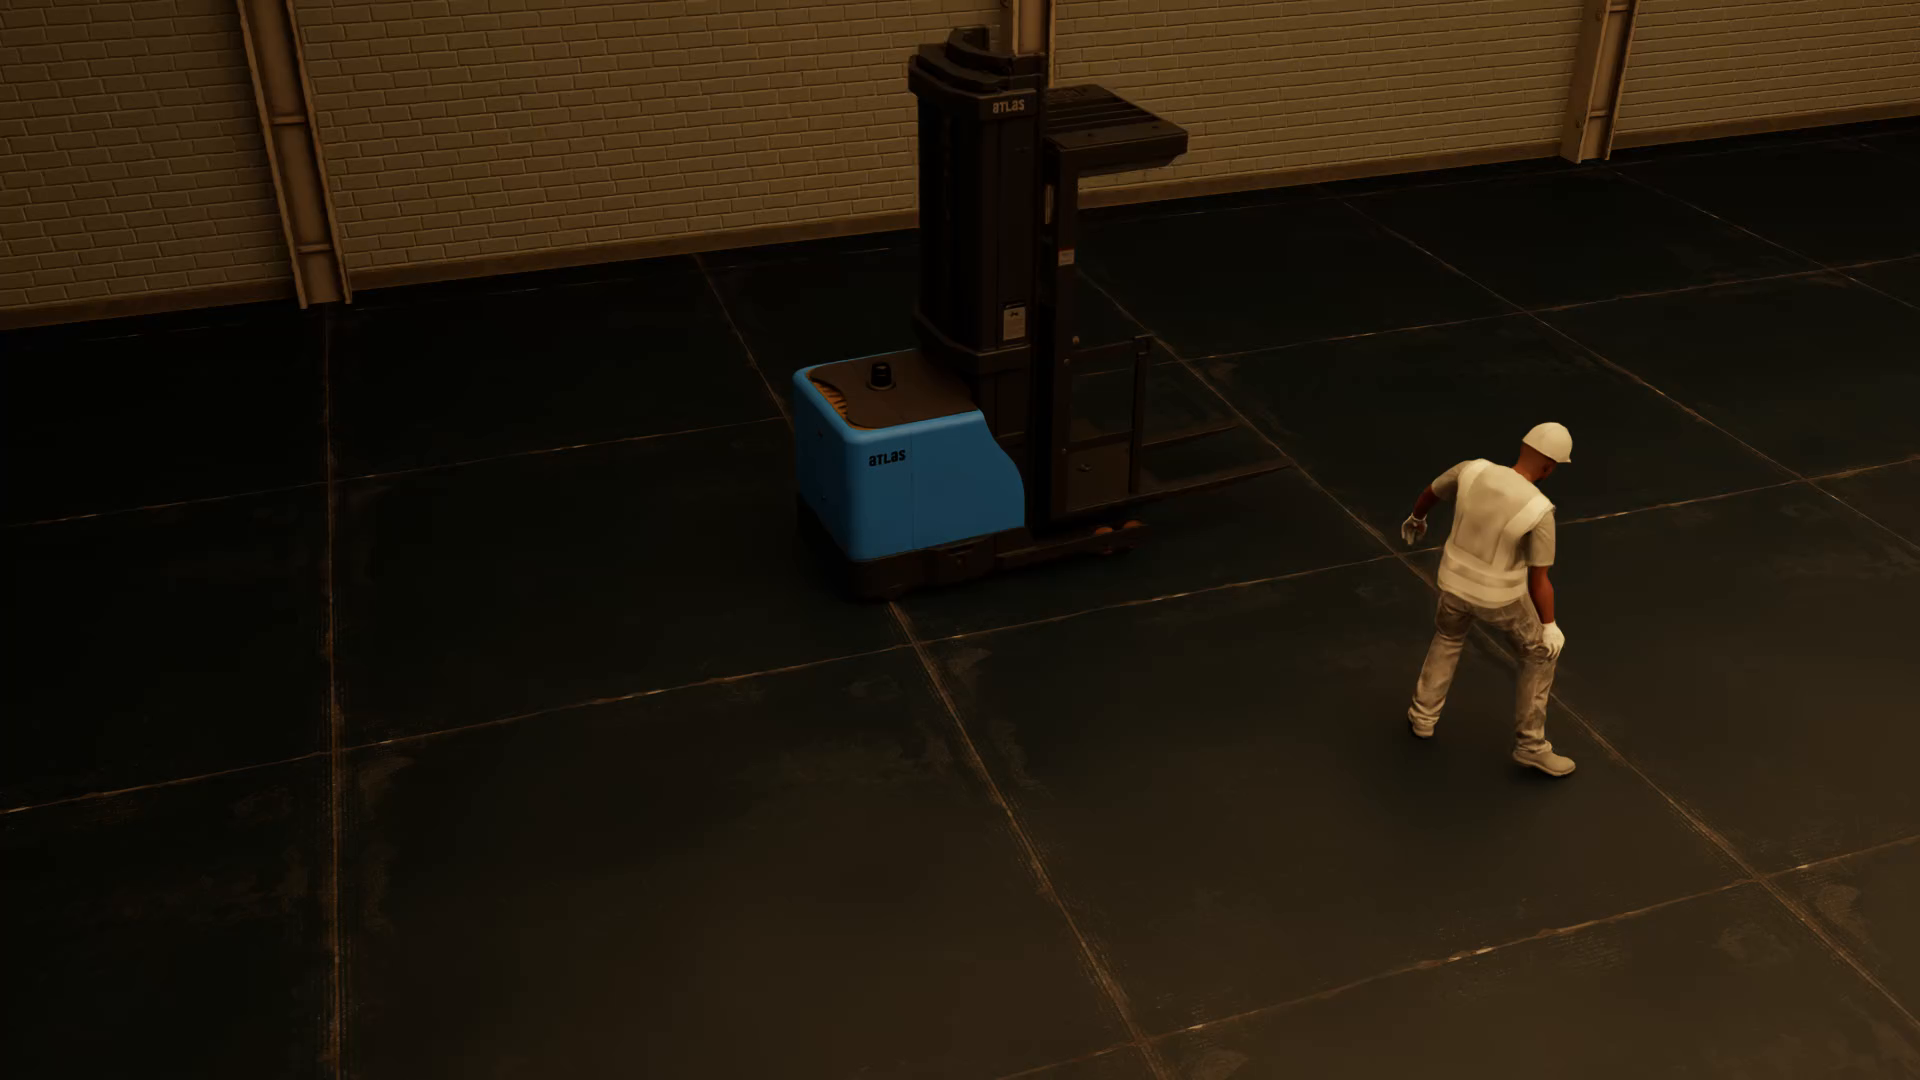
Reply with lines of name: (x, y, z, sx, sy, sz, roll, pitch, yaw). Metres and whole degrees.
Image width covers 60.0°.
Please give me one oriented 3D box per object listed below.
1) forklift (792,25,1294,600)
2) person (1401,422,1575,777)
forklift: (0.578, -1.407, 9.533, 3.031, 2.935, 1.130, -12, 32, -20)
person: (2.553, 0.221, 7.948, 0.499, 1.713, 1.107, -22, 36, -33)
